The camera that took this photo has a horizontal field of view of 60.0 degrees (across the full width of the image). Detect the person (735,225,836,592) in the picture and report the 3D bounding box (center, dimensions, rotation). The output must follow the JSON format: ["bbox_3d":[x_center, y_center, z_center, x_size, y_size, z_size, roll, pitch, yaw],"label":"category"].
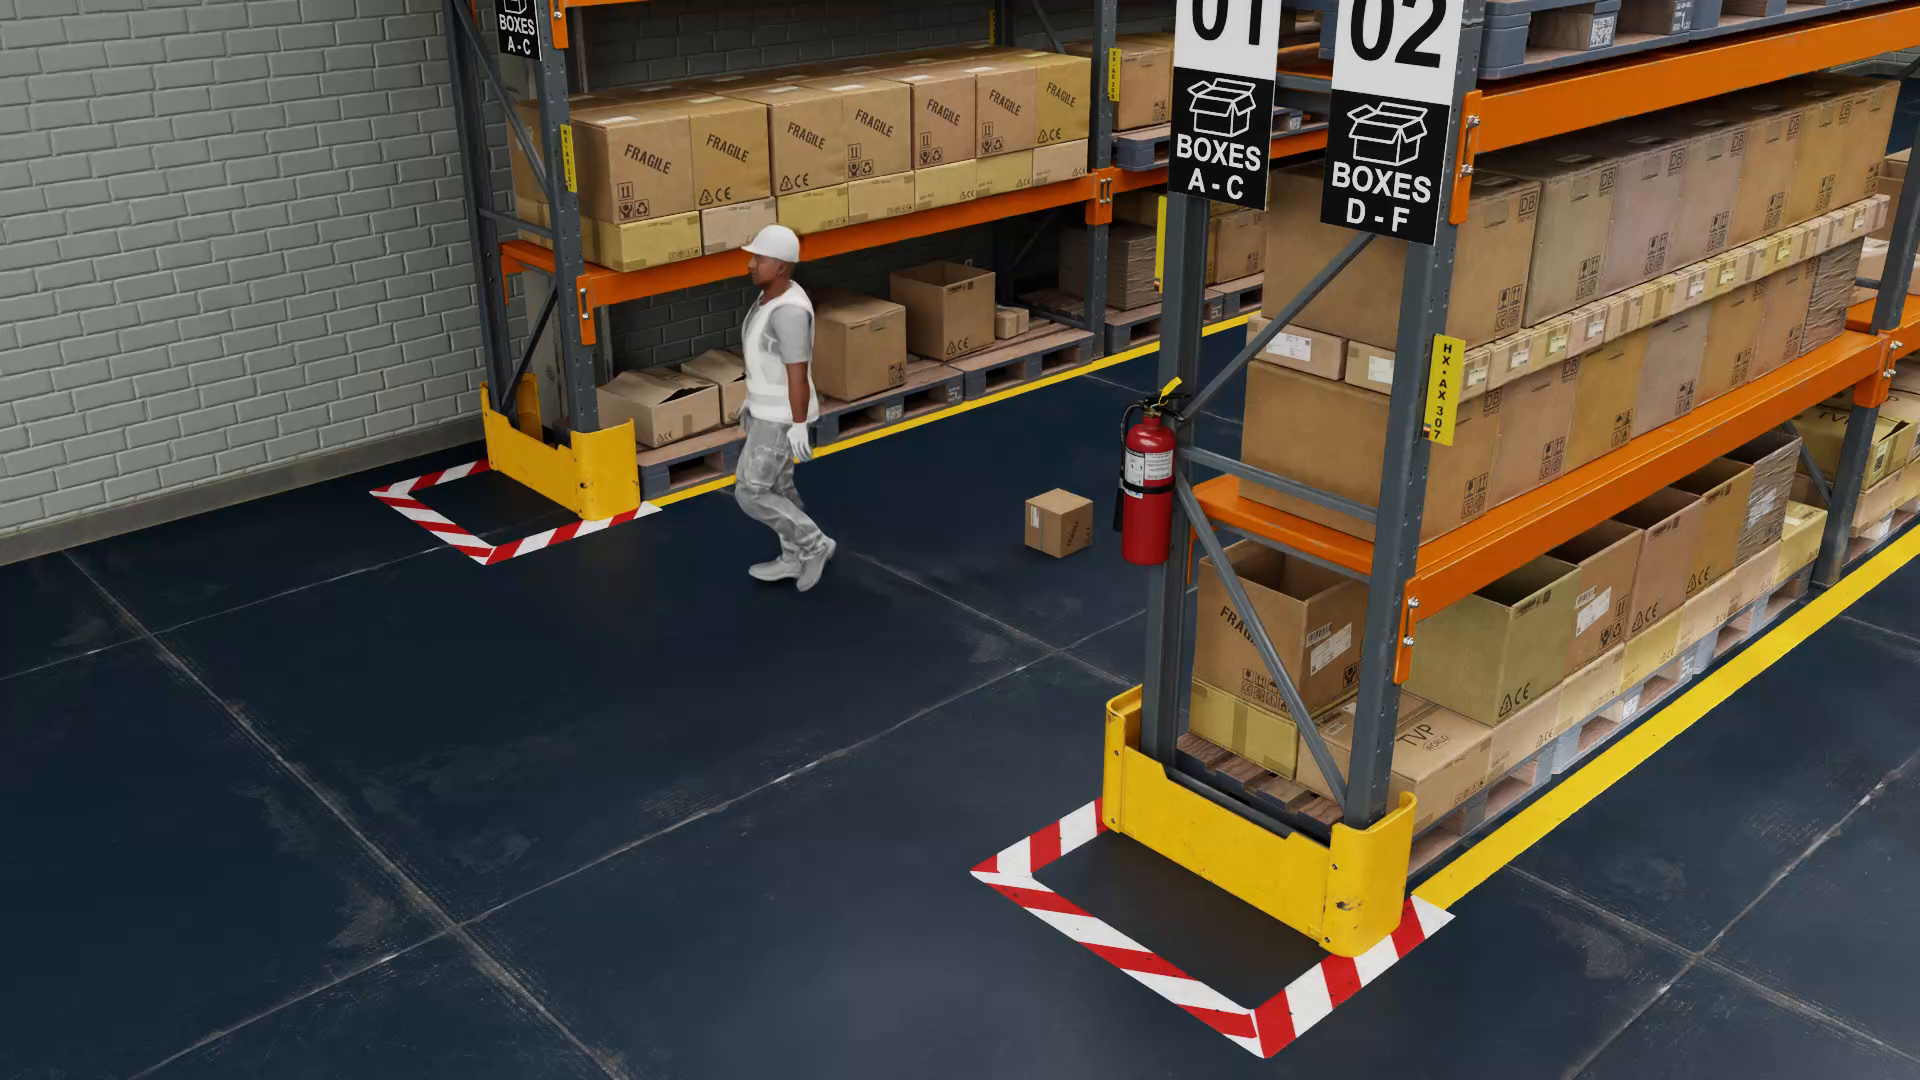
[{"bbox_3d":[-0.856,-0.597,7.864,0.477,1.789,0.567,-5,25,-11],"label":"person"}]
